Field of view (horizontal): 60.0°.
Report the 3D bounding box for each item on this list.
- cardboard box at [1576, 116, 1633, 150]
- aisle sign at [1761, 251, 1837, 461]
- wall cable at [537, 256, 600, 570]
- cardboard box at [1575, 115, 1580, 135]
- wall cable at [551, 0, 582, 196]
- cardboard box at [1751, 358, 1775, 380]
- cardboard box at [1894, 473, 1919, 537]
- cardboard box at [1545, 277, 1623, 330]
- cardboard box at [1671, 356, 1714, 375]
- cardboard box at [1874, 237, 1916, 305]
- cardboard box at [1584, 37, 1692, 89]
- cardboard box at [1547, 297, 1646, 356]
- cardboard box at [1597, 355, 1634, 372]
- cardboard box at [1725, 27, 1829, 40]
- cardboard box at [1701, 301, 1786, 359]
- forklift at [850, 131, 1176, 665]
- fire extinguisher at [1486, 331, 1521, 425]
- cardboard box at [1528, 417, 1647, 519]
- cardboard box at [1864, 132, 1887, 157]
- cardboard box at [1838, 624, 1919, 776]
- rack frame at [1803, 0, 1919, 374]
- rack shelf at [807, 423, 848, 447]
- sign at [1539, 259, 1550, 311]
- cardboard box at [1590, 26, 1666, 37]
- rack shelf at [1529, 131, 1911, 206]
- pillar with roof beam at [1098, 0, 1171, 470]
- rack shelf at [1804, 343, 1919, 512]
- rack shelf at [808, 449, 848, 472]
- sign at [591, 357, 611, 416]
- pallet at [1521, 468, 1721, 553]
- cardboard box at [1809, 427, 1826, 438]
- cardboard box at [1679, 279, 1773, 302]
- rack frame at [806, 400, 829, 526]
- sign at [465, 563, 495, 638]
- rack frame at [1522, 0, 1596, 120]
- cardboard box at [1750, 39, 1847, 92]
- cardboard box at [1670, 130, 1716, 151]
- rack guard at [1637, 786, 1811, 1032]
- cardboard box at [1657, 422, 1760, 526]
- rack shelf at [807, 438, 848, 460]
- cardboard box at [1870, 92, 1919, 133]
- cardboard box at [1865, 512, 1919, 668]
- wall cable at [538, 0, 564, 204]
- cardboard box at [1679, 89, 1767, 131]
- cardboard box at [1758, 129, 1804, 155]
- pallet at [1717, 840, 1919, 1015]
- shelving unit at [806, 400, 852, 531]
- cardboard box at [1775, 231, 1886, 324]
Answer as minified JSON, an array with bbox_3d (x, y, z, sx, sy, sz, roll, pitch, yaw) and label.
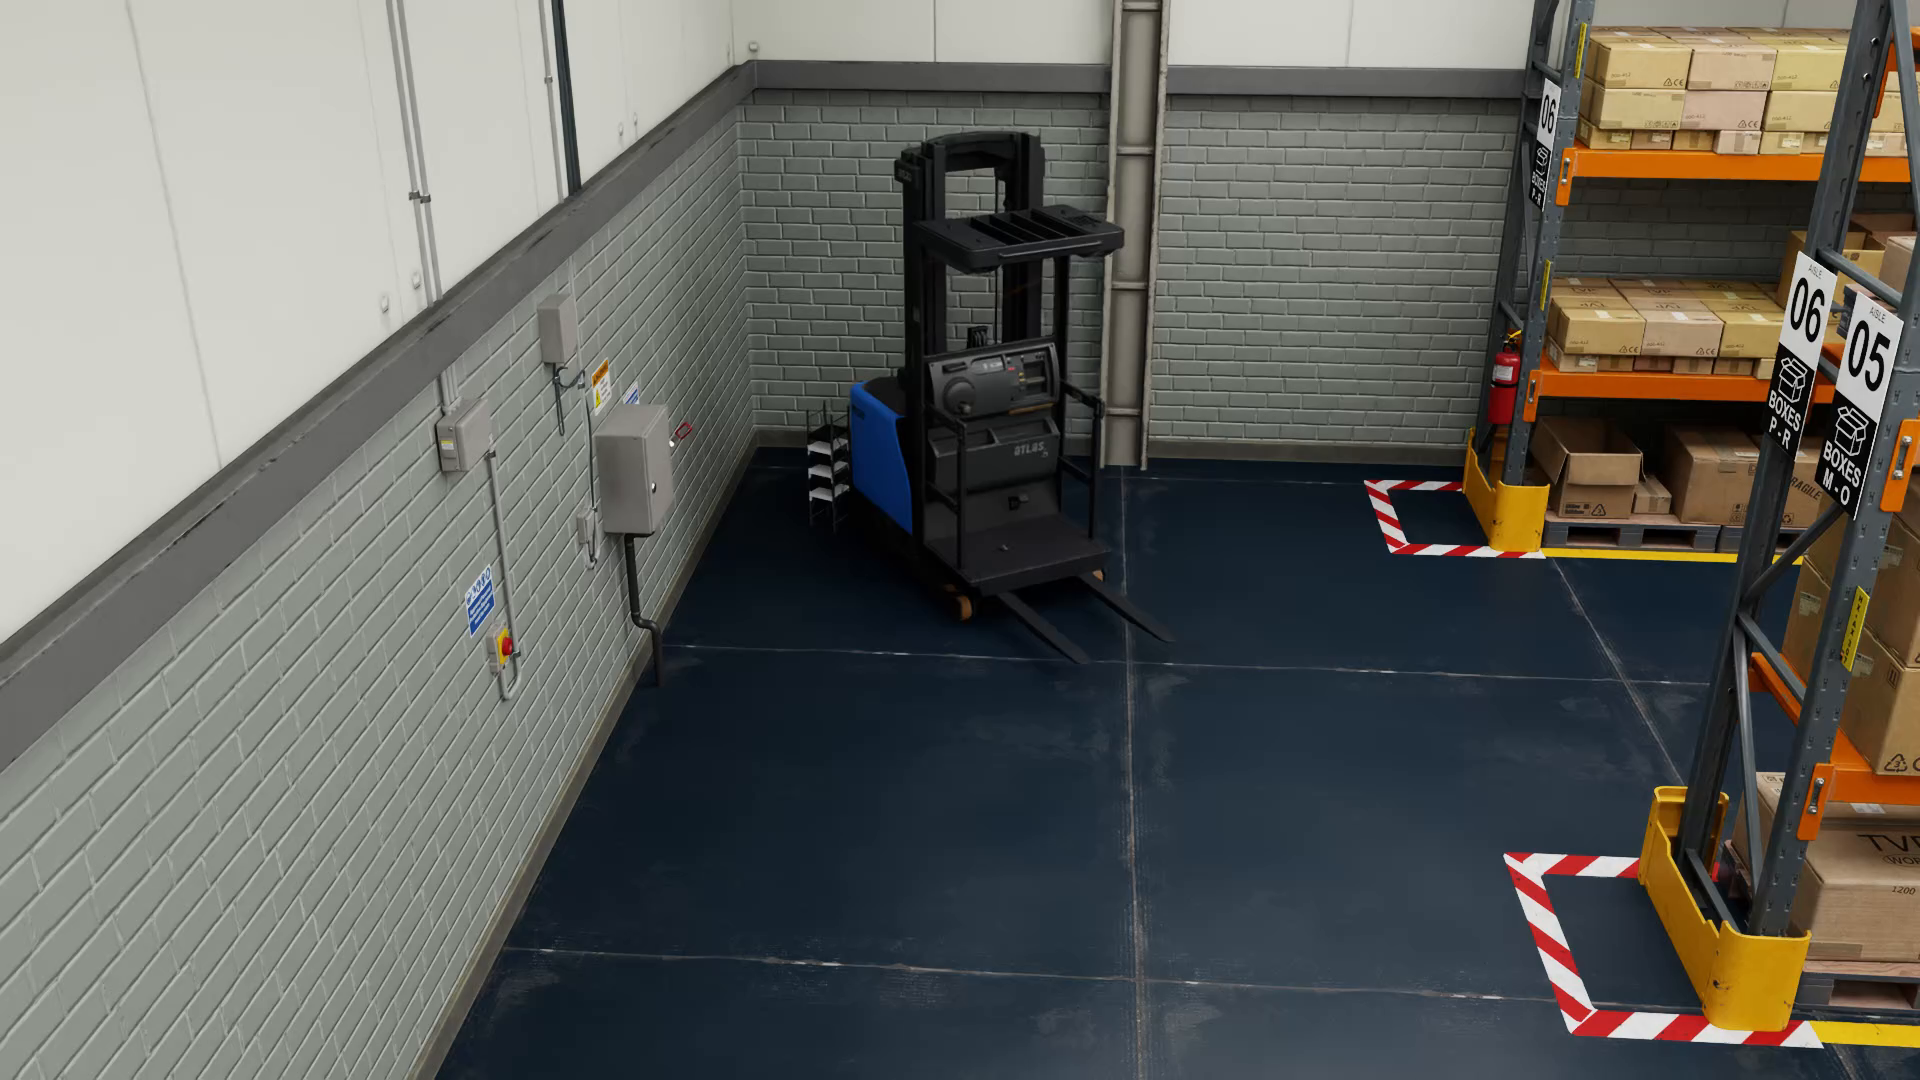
[{"bbox_3d":[4.213,-2.665,10.876,0.250,0.149,0.380,2,25,5],"label":"cardboard box"},{"bbox_3d":[3.489,-0.767,6.929,0.004,0.787,0.394,2,25,4],"label":"aisle sign"},{"bbox_3d":[-1.990,-0.678,8.631,0.122,1.984,0.588,2,25,4],"label":"wall cable"},{"bbox_3d":[4.250,-2.858,11.296,0.250,0.149,0.380,2,25,5],"label":"cardboard box"},{"bbox_3d":[-1.845,-3.735,9.267,0.133,3.039,2.988,2,25,4],"label":"wall cable"},{"bbox_3d":[5.500,-1.222,11.330,0.250,0.149,0.380,1,25,2],"label":"cardboard box"},{"bbox_3d":[3.869,-0.122,6.546,0.250,0.149,0.380,2,25,5],"label":"cardboard box"},{"bbox_3d":[4.392,-1.686,11.861,0.500,0.250,0.500,3,25,6],"label":"cardboard box"},{"bbox_3d":[4.989,-1.268,11.429,0.250,0.149,0.380,3,25,6],"label":"cardboard box"},{"bbox_3d":[3.992,-1.008,6.533,0.500,0.250,0.500,0,25,-1],"label":"cardboard box"},{"bbox_3d":[4.336,-3.061,10.663,0.500,0.250,0.500,2,25,3],"label":"cardboard box"},{"bbox_3d":[4.345,-1.463,11.377,0.500,0.250,0.500,2,25,4],"label":"cardboard box"},{"bbox_3d":[4.477,-1.295,11.489,0.250,0.149,0.380,2,25,5],"label":"cardboard box"},{"bbox_3d":[5.411,-3.253,11.080,0.500,0.250,0.500,2,25,5],"label":"cardboard box"},{"bbox_3d":[5.353,-1.433,11.310,0.500,0.250,0.500,1,25,3],"label":"cardboard box"},{"bbox_3d":[0.326,-1.018,10.666,1.130,2.935,3.031,-12,27,-25],"label":"forklift"},{"bbox_3d":[3.731,-1.131,11.369,0.183,0.674,0.296,2,25,4],"label":"fire extinguisher"},{"bbox_3d":[4.515,-0.521,11.989,0.637,0.503,0.797,1,25,2],"label":"cardboard box"},{"bbox_3d":[5.734,-2.575,10.681,0.250,0.149,0.380,2,25,4],"label":"cardboard box"},{"bbox_3d":[3.993,0.635,6.873,0.500,0.500,0.500,2,25,4],"label":"cardboard box"},{"bbox_3d":[3.537,-2.180,5.933,0.127,3.000,1.000,2,25,4],"label":"rack frame"},{"bbox_3d":[-0.944,-0.750,11.948,0.200,0.077,0.258,14,28,26],"label":"rack shelf"},{"bbox_3d":[3.871,-1.690,11.011,0.005,0.325,0.100,2,25,4],"label":"sign"},{"bbox_3d":[4.377,-3.282,11.143,0.500,0.250,0.500,1,25,3],"label":"cardboard box"},{"bbox_3d":[5.907,-2.495,11.068,4.000,0.370,1.077,2,25,4],"label":"rack shelf"},{"bbox_3d":[0.964,-2.916,7.534,0.400,9.000,9.100,2,25,4],"label":"pillar with roof beam"},{"bbox_3d":[5.531,-0.426,6.571,4.000,0.370,1.077,2,25,4],"label":"rack shelf"},{"bbox_3d":[-0.945,-0.587,12.023,0.200,0.077,0.258,14,28,26],"label":"rack shelf"},{"bbox_3d":[-1.992,-0.855,9.242,0.001,0.242,0.339,2,25,4],"label":"sign"},{"bbox_3d":[4.784,-0.229,12.206,1.213,0.211,1.003,2,25,4],"label":"pallet"},{"bbox_3d":[6.400,-0.443,11.823,0.500,0.500,0.700,1,25,2],"label":"cardboard box"},{"bbox_3d":[5.399,-1.651,11.785,0.500,0.250,0.500,3,25,6],"label":"cardboard box"},{"bbox_3d":[-1.034,-0.557,12.092,0.006,0.900,0.240,14,28,26],"label":"rack frame"},{"bbox_3d":[-2.152,0.270,7.462,0.001,0.218,0.327,2,25,4],"label":"sign"},{"bbox_3d":[3.913,-4.249,10.429,0.127,3.000,1.000,2,25,4],"label":"rack frame"},{"bbox_3d":[5.344,-3.027,10.588,0.500,0.250,0.500,1,25,3],"label":"cardboard box"},{"bbox_3d":[4.731,-2.652,10.848,0.250,0.149,0.380,2,25,4],"label":"cardboard box"},{"bbox_3d":[3.513,1.680,7.711,0.348,0.500,1.175,2,25,4],"label":"rack guard"},{"bbox_3d":[5.365,-0.476,11.895,0.500,0.500,0.700,3,25,6],"label":"cardboard box"},{"bbox_3d":[-0.944,-0.669,11.986,0.200,0.077,0.258,14,28,26],"label":"rack shelf"},{"bbox_3d":[5.870,-2.789,10.668,0.500,0.250,0.500,1,25,3],"label":"cardboard box"},{"bbox_3d":[3.993,0.180,6.666,0.500,0.500,0.500,1,25,3],"label":"cardboard box"},{"bbox_3d":[-2.096,-2.558,6.754,0.029,3.000,2.355,2,25,4],"label":"wall cable"},{"bbox_3d":[4.843,-2.817,10.730,0.500,0.250,0.500,2,25,5],"label":"cardboard box"},{"bbox_3d":[5.233,-2.596,10.726,0.250,0.149,0.380,2,25,4],"label":"cardboard box"},{"bbox_3d":[4.340,1.805,7.785,1.213,0.211,1.003,2,25,4],"label":"pallet"},{"bbox_3d":[-0.945,-0.536,12.047,0.210,0.900,0.258,14,28,26],"label":"shelving unit"},{"bbox_3d":[5.840,-1.756,11.116,0.500,0.500,0.500,2,25,5],"label":"cardboard box"}]
